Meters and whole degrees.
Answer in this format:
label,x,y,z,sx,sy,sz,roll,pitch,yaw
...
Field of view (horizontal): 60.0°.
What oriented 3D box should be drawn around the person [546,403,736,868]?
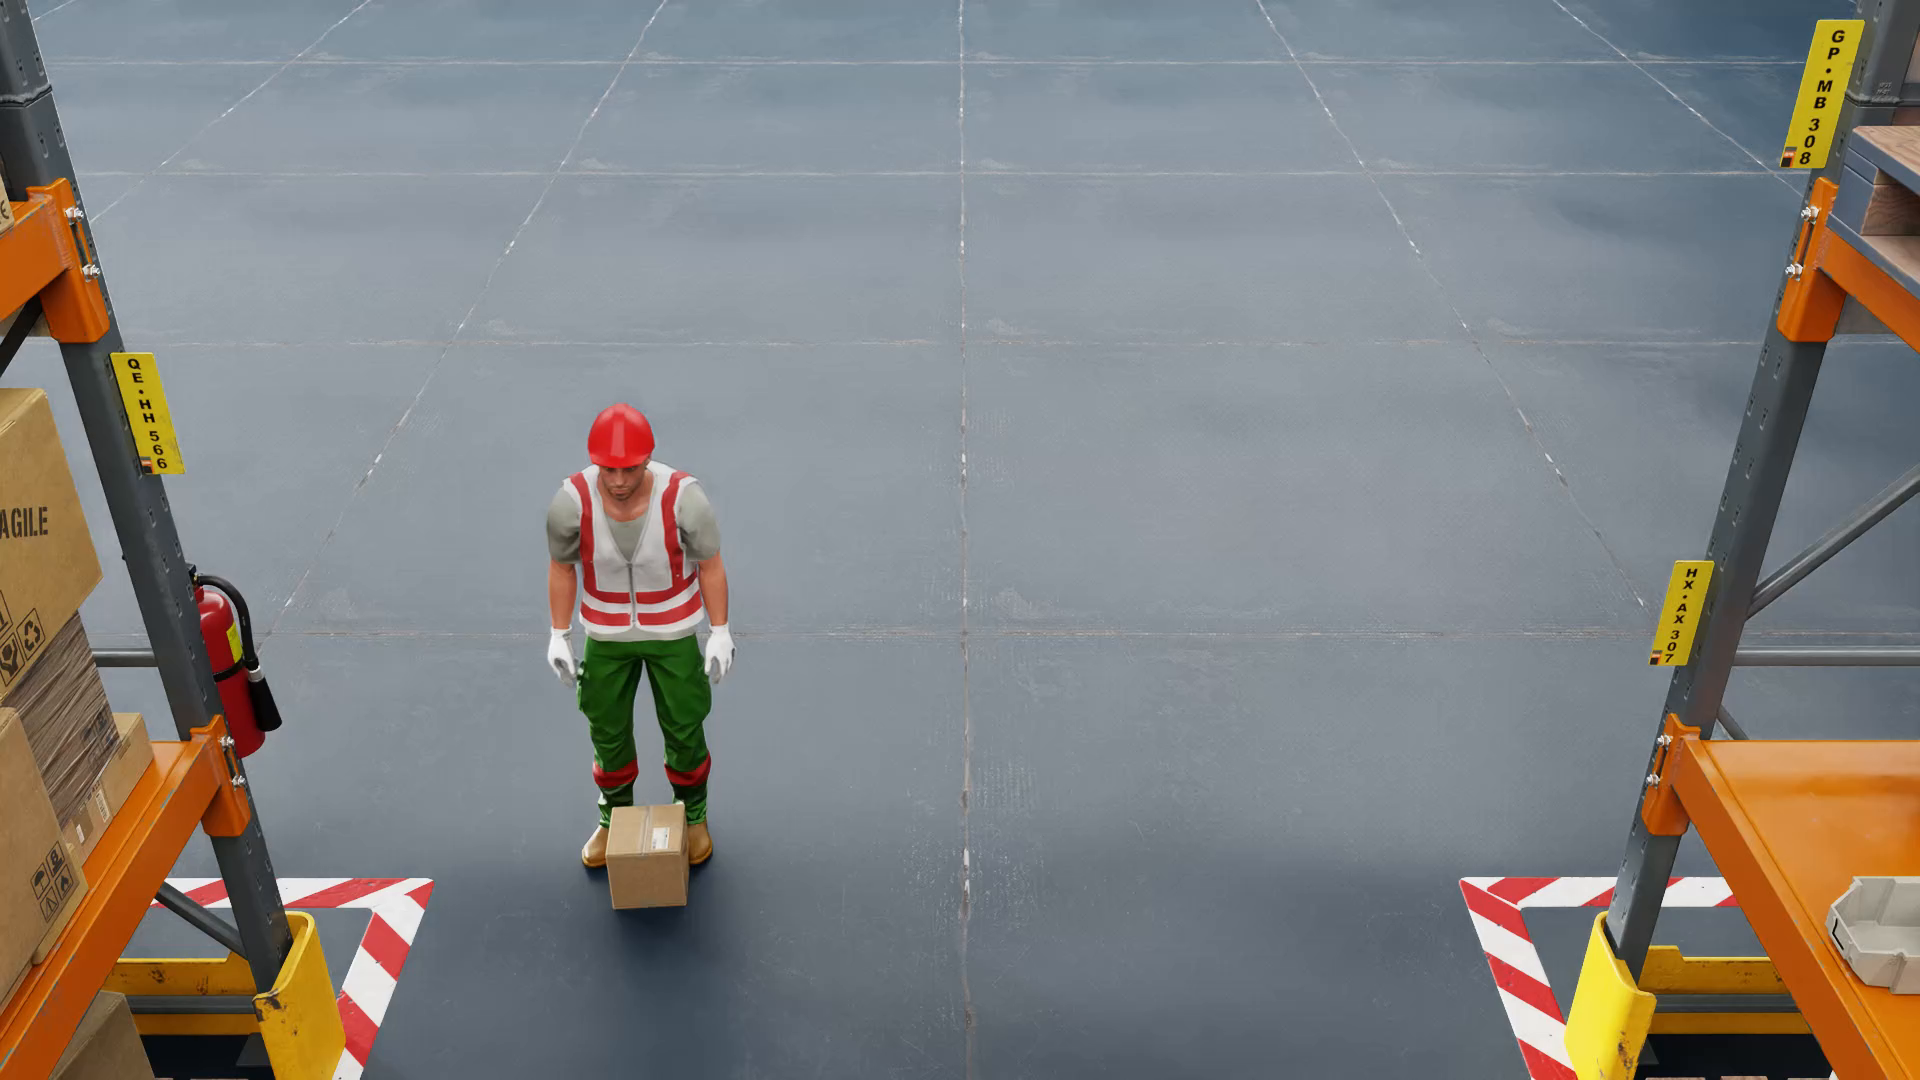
label,x,y,z,sx,sy,sz,roll,pitch,yaw
person,-1.068,0.330,5.577,0.623,1.777,0.449,-1,31,-2
